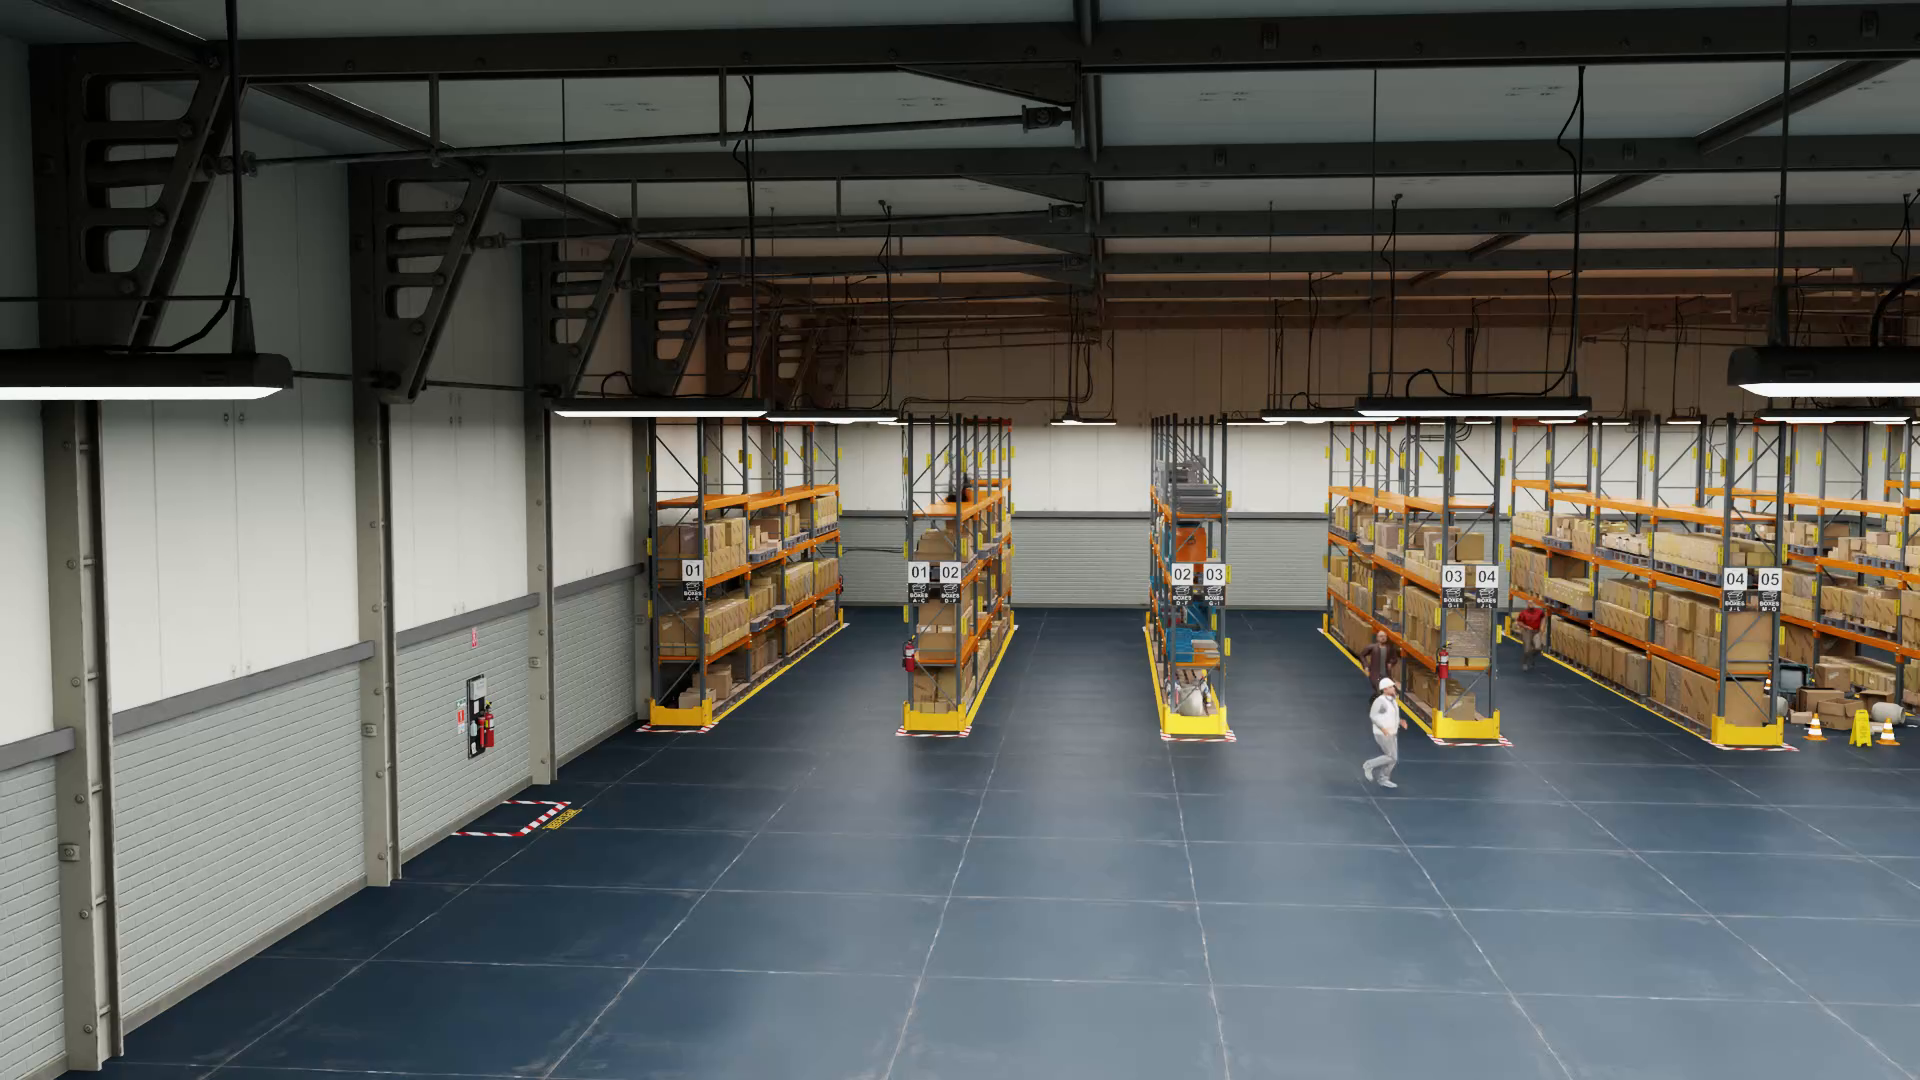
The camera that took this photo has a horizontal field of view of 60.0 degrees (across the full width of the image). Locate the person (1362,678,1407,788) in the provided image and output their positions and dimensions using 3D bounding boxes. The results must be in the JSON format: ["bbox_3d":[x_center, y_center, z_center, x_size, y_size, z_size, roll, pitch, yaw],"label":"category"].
[{"bbox_3d":[6.808,3.073,26.588,0.627,1.746,0.656,3,5,36],"label":"person"}]

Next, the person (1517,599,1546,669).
[{"bbox_3d":[13.502,2.236,39.235,0.687,1.677,0.769,1,4,9],"label":"person"}]

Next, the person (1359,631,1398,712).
[{"bbox_3d":[8.259,2.656,32.628,0.714,1.736,0.616,0,4,-7],"label":"person"}]
